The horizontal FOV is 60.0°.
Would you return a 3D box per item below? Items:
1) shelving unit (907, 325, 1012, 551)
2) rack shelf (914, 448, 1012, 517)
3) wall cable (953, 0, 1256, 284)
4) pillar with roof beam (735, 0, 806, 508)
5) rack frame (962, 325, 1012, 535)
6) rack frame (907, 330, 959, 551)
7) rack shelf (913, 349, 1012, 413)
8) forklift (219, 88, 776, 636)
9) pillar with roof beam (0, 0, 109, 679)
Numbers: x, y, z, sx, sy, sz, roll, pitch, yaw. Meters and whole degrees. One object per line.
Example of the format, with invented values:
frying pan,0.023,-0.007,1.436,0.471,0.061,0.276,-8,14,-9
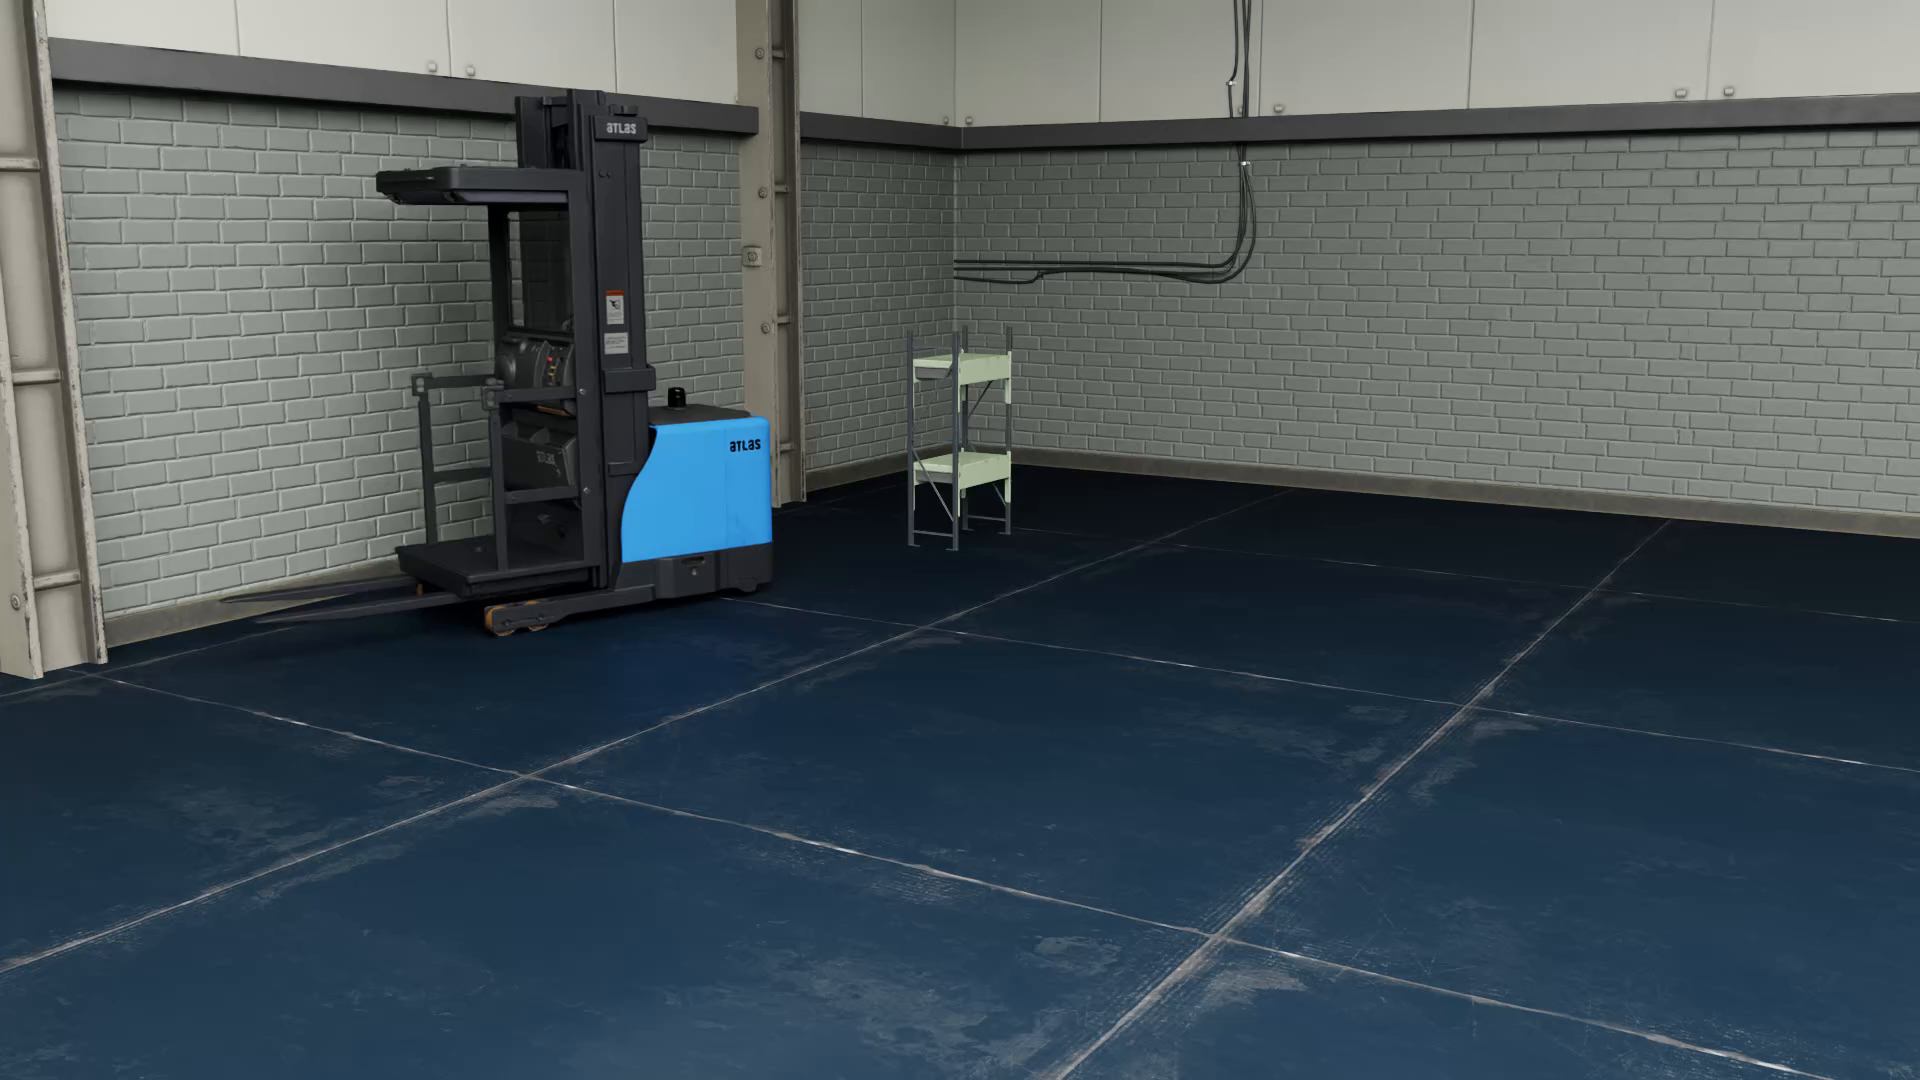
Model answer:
shelving unit,0.003,-0.738,11.736,0.431,1.500,0.755,6,12,31
rack shelf,0.003,-0.418,11.796,0.431,0.370,0.720,6,12,31
wall cable,1.176,-3.536,14.739,3.097,2.526,0.112,6,12,31
pillar with roof beam,2.196,-4.314,10.457,9.100,9.000,0.400,6,12,31
rack frame,0.193,-0.796,12.044,0.400,1.500,0.023,6,12,31
rack frame,-0.187,-0.681,11.429,0.400,1.500,0.023,6,12,31
rack shelf,0.003,-1.122,11.664,0.431,0.370,0.720,6,12,31
forklift,-2.595,-1.026,9.381,3.031,2.935,1.130,-8,14,-38
pillar with roof beam,-0.919,-3.370,5.416,9.100,9.000,0.400,6,12,31
